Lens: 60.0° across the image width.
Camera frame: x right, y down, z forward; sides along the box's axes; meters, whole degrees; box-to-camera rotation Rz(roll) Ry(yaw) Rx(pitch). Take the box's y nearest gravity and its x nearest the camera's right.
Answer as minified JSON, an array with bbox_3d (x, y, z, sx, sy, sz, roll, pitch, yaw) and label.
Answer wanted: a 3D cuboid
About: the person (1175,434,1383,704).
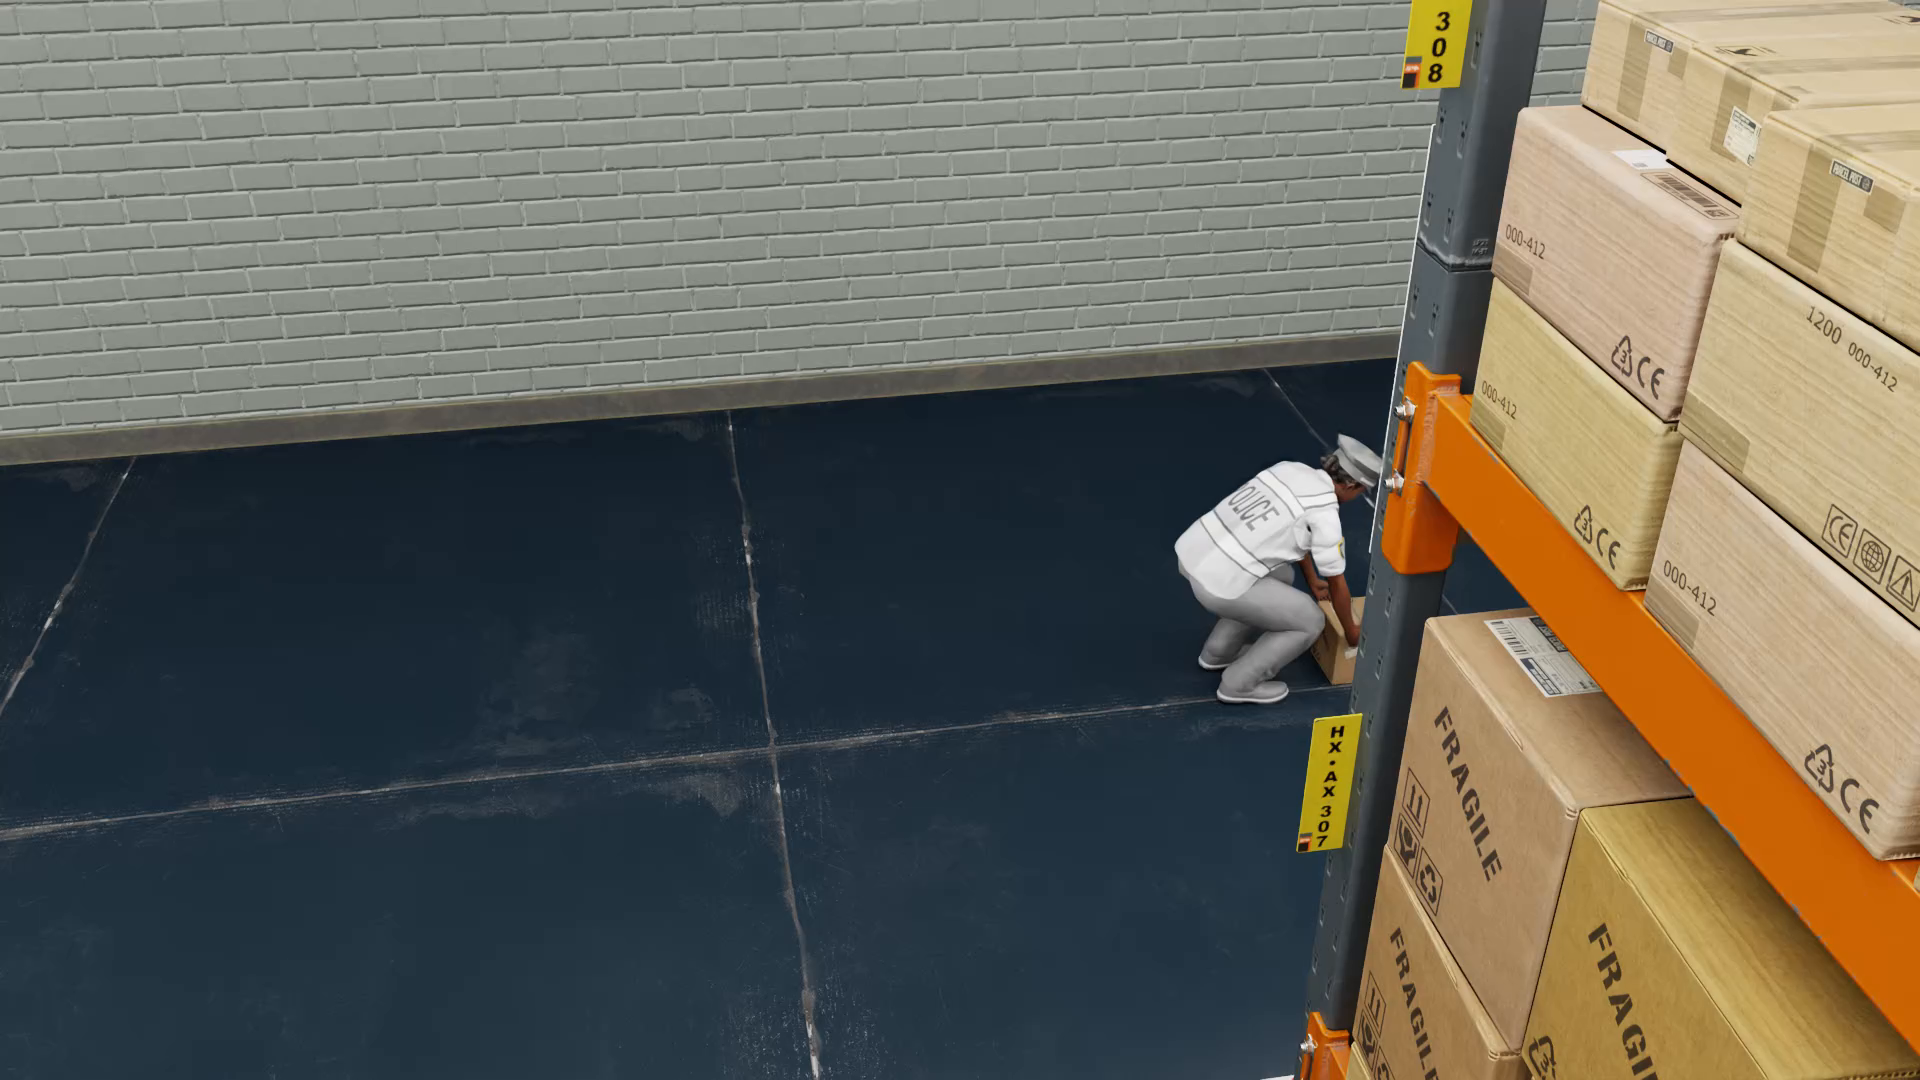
[{"bbox_3d":[1.268,0.104,6.577,0.830,1.034,0.492,-5,31,-9],"label":"person"}]
